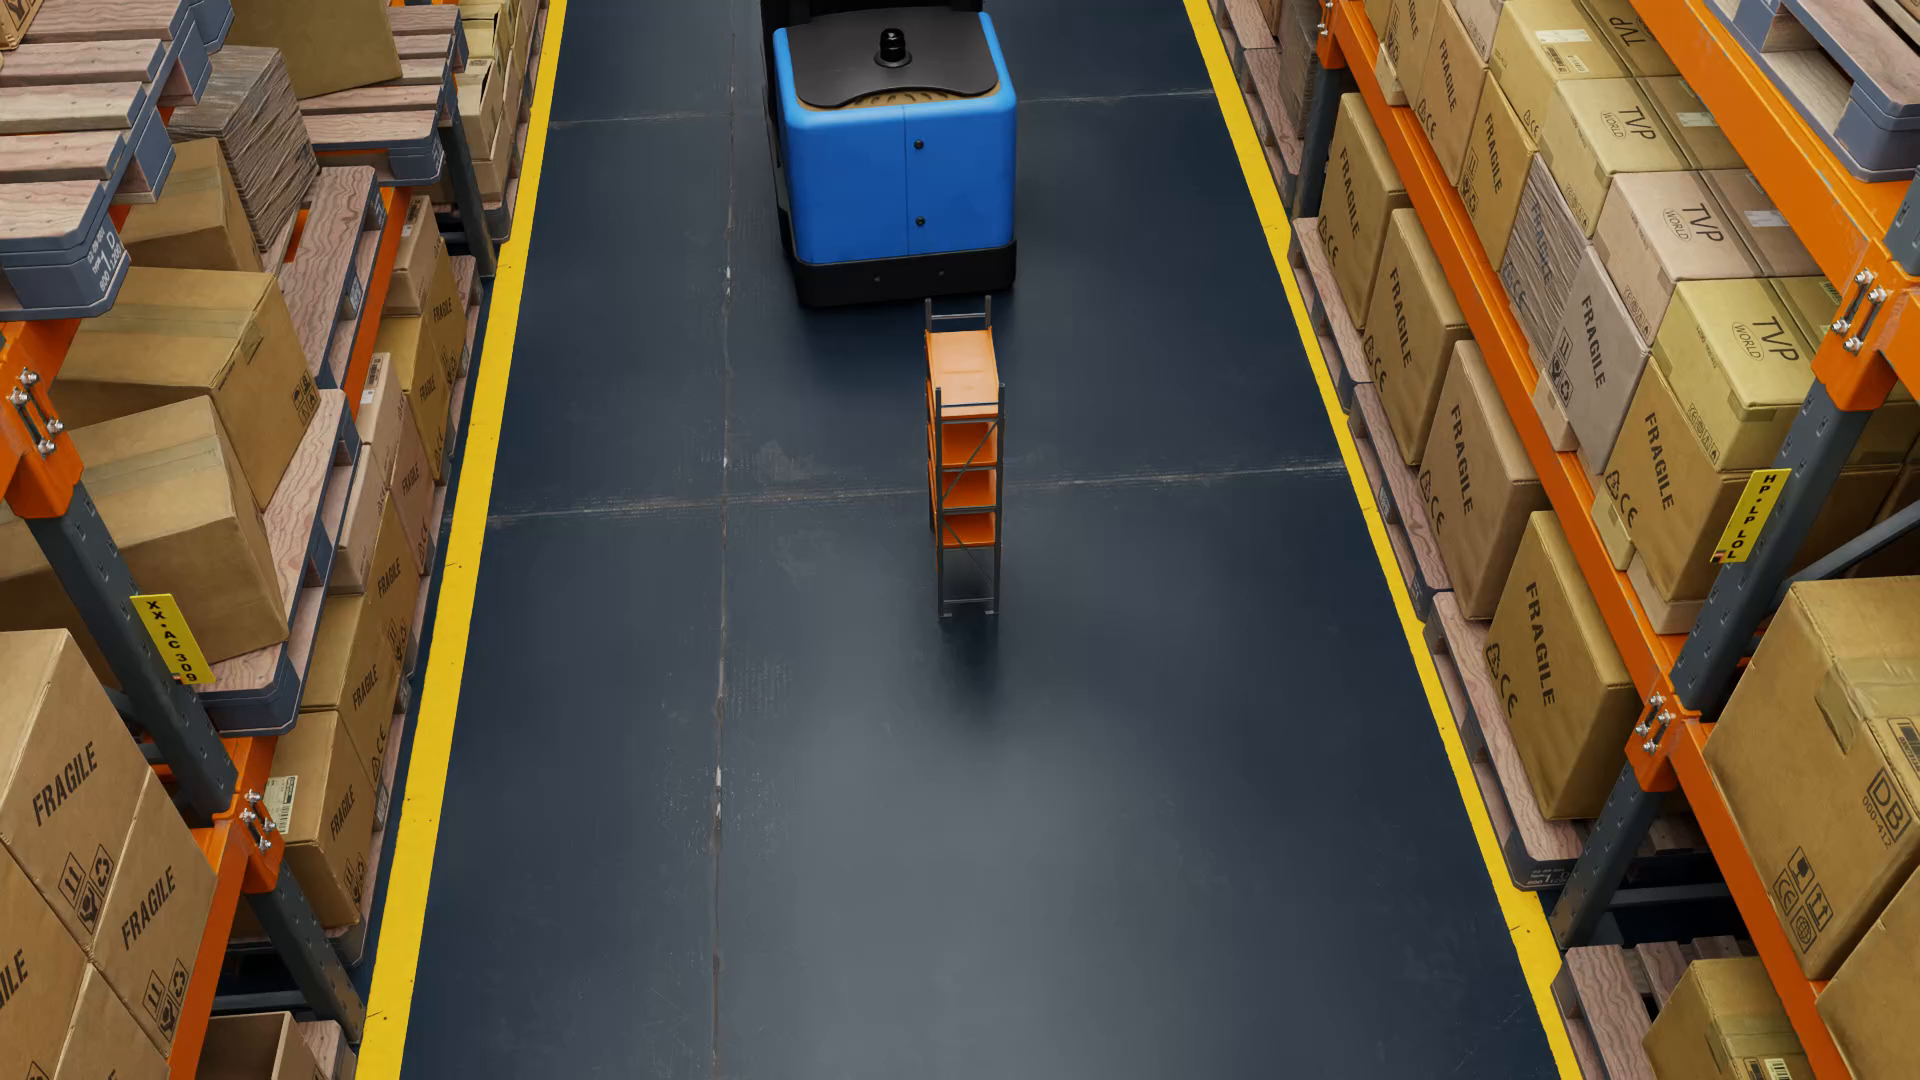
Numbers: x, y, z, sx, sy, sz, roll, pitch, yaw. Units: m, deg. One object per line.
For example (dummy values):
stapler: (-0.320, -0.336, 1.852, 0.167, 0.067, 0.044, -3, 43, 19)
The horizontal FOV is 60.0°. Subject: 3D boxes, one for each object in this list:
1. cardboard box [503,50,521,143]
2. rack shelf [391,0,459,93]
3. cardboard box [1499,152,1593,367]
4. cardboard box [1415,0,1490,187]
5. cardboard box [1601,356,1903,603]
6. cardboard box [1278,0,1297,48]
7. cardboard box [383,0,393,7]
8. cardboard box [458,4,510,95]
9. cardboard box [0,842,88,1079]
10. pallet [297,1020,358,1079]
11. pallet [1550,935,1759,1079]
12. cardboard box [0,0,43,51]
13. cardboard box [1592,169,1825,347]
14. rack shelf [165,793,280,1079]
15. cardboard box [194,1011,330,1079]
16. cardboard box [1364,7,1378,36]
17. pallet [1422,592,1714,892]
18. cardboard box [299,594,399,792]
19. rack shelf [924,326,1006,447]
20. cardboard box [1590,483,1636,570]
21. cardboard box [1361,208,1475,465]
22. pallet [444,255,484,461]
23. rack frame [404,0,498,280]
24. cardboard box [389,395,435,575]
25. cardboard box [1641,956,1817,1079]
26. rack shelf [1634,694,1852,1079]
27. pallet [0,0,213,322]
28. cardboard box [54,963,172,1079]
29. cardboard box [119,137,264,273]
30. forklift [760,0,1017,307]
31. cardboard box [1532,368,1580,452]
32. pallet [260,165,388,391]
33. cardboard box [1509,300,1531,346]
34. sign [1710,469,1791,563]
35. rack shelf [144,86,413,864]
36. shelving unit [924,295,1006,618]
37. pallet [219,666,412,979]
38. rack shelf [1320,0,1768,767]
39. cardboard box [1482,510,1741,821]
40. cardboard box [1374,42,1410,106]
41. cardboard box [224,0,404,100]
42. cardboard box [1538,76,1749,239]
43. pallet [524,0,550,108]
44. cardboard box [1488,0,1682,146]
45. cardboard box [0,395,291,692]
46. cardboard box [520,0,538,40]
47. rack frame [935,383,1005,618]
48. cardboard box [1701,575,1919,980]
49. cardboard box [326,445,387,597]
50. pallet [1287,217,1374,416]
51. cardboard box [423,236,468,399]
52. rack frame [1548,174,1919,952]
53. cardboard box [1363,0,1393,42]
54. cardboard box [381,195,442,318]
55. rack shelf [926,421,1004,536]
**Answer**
cardboard box: (-2.560, -2.275, 8.580, 0.500, 0.250, 0.500, -5, 47, -4)
rack shelf: (-2.934, -3.515, 8.645, 1.077, 0.370, 4.000, -3, 47, -3)
cardboard box: (2.129, -0.920, 5.405, 0.500, 0.500, 0.500, -3, 47, -3)
cardboard box: (2.030, -1.658, 6.103, 0.500, 0.500, 0.500, -4, 47, -3)
cardboard box: (2.215, -0.188, 4.711, 0.500, 0.500, 0.500, -4, 47, -4)
cardboard box: (2.130, -2.809, 8.899, 0.700, 0.500, 0.500, -4, 47, -3)
cardboard box: (-2.753, -2.551, 7.298, 0.500, 0.311, 0.500, -1, 47, -1)
cardboard box: (-2.570, -2.484, 8.391, 0.500, 0.311, 0.500, -5, 47, -4)
cardboard box: (-2.085, 0.921, 3.191, 0.500, 0.500, 0.500, -4, 47, -4)
pallet: (-2.375, 2.034, 4.815, 1.003, 0.211, 1.213, -3, 47, -3)
pallet: (2.490, 1.788, 5.048, 1.003, 0.211, 1.213, -3, 47, -3)
cardboard box: (-2.479, -1.517, 3.765, 0.600, 0.600, 0.600, -4, 47, -4)
cardboard box: (2.177, -0.820, 4.793, 0.500, 0.250, 0.500, -3, 47, -2)
rack shelf: (-2.264, 2.273, 3.164, 1.077, 0.370, 4.000, -3, 47, -3)
cardboard box: (-2.101, 1.681, 4.647, 0.500, 0.500, 0.500, -3, 47, -3)
cardboard box: (1.967, -2.288, 7.147, 0.380, 0.149, 0.250, -4, 47, -4)
pallet: (2.365, 0.680, 6.097, 1.003, 0.211, 1.213, -3, 47, -3)
cardboard box: (-2.285, 0.536, 5.731, 0.500, 0.500, 0.500, -3, 47, -3)
rack shelf: (0.014, -0.563, 6.052, 0.258, 0.148, 0.480, -3, 47, -3)
cardboard box: (2.150, -0.055, 5.031, 0.380, 0.149, 0.250, -3, 47, -3)
cardboard box: (2.168, -0.851, 6.817, 0.750, 0.750, 0.750, -4, 47, -3)
pallet: (-2.741, -0.814, 7.512, 1.003, 0.211, 1.213, -3, 47, -3)
rack frame: (-2.766, -2.316, 7.014, 1.000, 3.000, 0.127, -3, 47, -3)
cardboard box: (-2.361, -0.191, 6.420, 0.500, 0.500, 0.500, -5, 47, -5)
cardboard box: (2.465, 1.537, 4.797, 0.700, 0.500, 0.500, -3, 47, -3)
rack shelf: (2.672, 1.969, 3.451, 1.077, 0.370, 4.000, -3, 47, -3)
pallet: (-2.416, -0.865, 3.703, 1.213, 0.211, 1.003, -3, 47, -3)
cardboard box: (-2.089, 1.263, 3.556, 0.500, 0.500, 0.500, -2, 47, -2)
cardboard box: (-2.641, -0.875, 5.291, 0.700, 0.500, 0.500, -14, 48, -13)
forklift: (-0.470, -3.190, 7.889, 1.130, 2.935, 3.031, -6, 47, -6)
cardboard box: (2.092, -0.432, 5.389, 0.380, 0.149, 0.250, -3, 47, -3)
pallet: (-2.599, -0.843, 5.751, 1.003, 0.211, 1.213, -3, 47, -3)
cardboard box: (2.132, -0.795, 5.733, 0.380, 0.149, 0.250, -5, 47, -4)
sign: (1.965, -0.056, 4.131, 0.100, 0.325, 0.005, -3, 47, -3)
rack shelf: (-2.599, -0.621, 5.905, 1.077, 0.370, 4.000, -3, 47, -3)
shelving unit: (0.014, -0.293, 6.337, 0.258, 1.200, 0.503, -3, 47, -3)
pallet: (-2.537, 0.951, 5.841, 1.003, 0.211, 1.213, -3, 47, -3)
rack shelf: (2.337, -0.925, 6.192, 1.077, 0.370, 4.000, -3, 47, -3)
cardboard box: (2.321, 0.407, 5.627, 0.750, 0.750, 0.750, -3, 47, -3)
cardboard box: (1.917, -1.908, 6.786, 0.380, 0.149, 0.250, -2, 47, -2)
cardboard box: (-2.601, -2.046, 6.400, 0.700, 0.500, 0.500, -18, 49, -16)
cardboard box: (2.135, -1.189, 5.143, 0.500, 0.250, 0.500, -3, 47, -3)
pallet: (-2.895, -2.836, 9.427, 1.003, 0.211, 1.213, -3, 47, -3)
cardboard box: (2.091, -1.558, 5.492, 0.500, 0.250, 0.500, -4, 47, -4)
cardboard box: (-2.248, 0.043, 4.422, 0.700, 0.500, 0.500, -18, 49, -16)
cardboard box: (-2.652, -3.022, 9.287, 0.500, 0.250, 0.500, -3, 47, -2)
rack frame: (0.034, -0.116, 6.170, 0.240, 1.200, 0.015, -3, 47, -3)
cardboard box: (2.534, 0.565, 4.079, 0.980, 0.700, 0.700, -3, 47, -3)
cardboard box: (-2.313, -0.060, 5.779, 0.500, 0.250, 0.500, -3, 47, -3)
pallet: (2.161, -1.086, 7.769, 1.003, 0.211, 1.213, -3, 47, -3)
cardboard box: (-2.454, -0.945, 7.134, 0.500, 0.500, 0.500, -2, 47, -2)
rack frame: (2.505, 0.274, 4.561, 1.000, 3.000, 0.127, -3, 47, -3)
cardboard box: (1.955, -2.396, 6.802, 0.500, 0.500, 0.500, -2, 47, -2)
cardboard box: (-2.445, -1.163, 6.824, 0.500, 0.250, 0.500, -2, 47, -2)
rack shelf: (0.014, -0.247, 6.386, 0.258, 0.148, 0.480, -3, 47, -3)
